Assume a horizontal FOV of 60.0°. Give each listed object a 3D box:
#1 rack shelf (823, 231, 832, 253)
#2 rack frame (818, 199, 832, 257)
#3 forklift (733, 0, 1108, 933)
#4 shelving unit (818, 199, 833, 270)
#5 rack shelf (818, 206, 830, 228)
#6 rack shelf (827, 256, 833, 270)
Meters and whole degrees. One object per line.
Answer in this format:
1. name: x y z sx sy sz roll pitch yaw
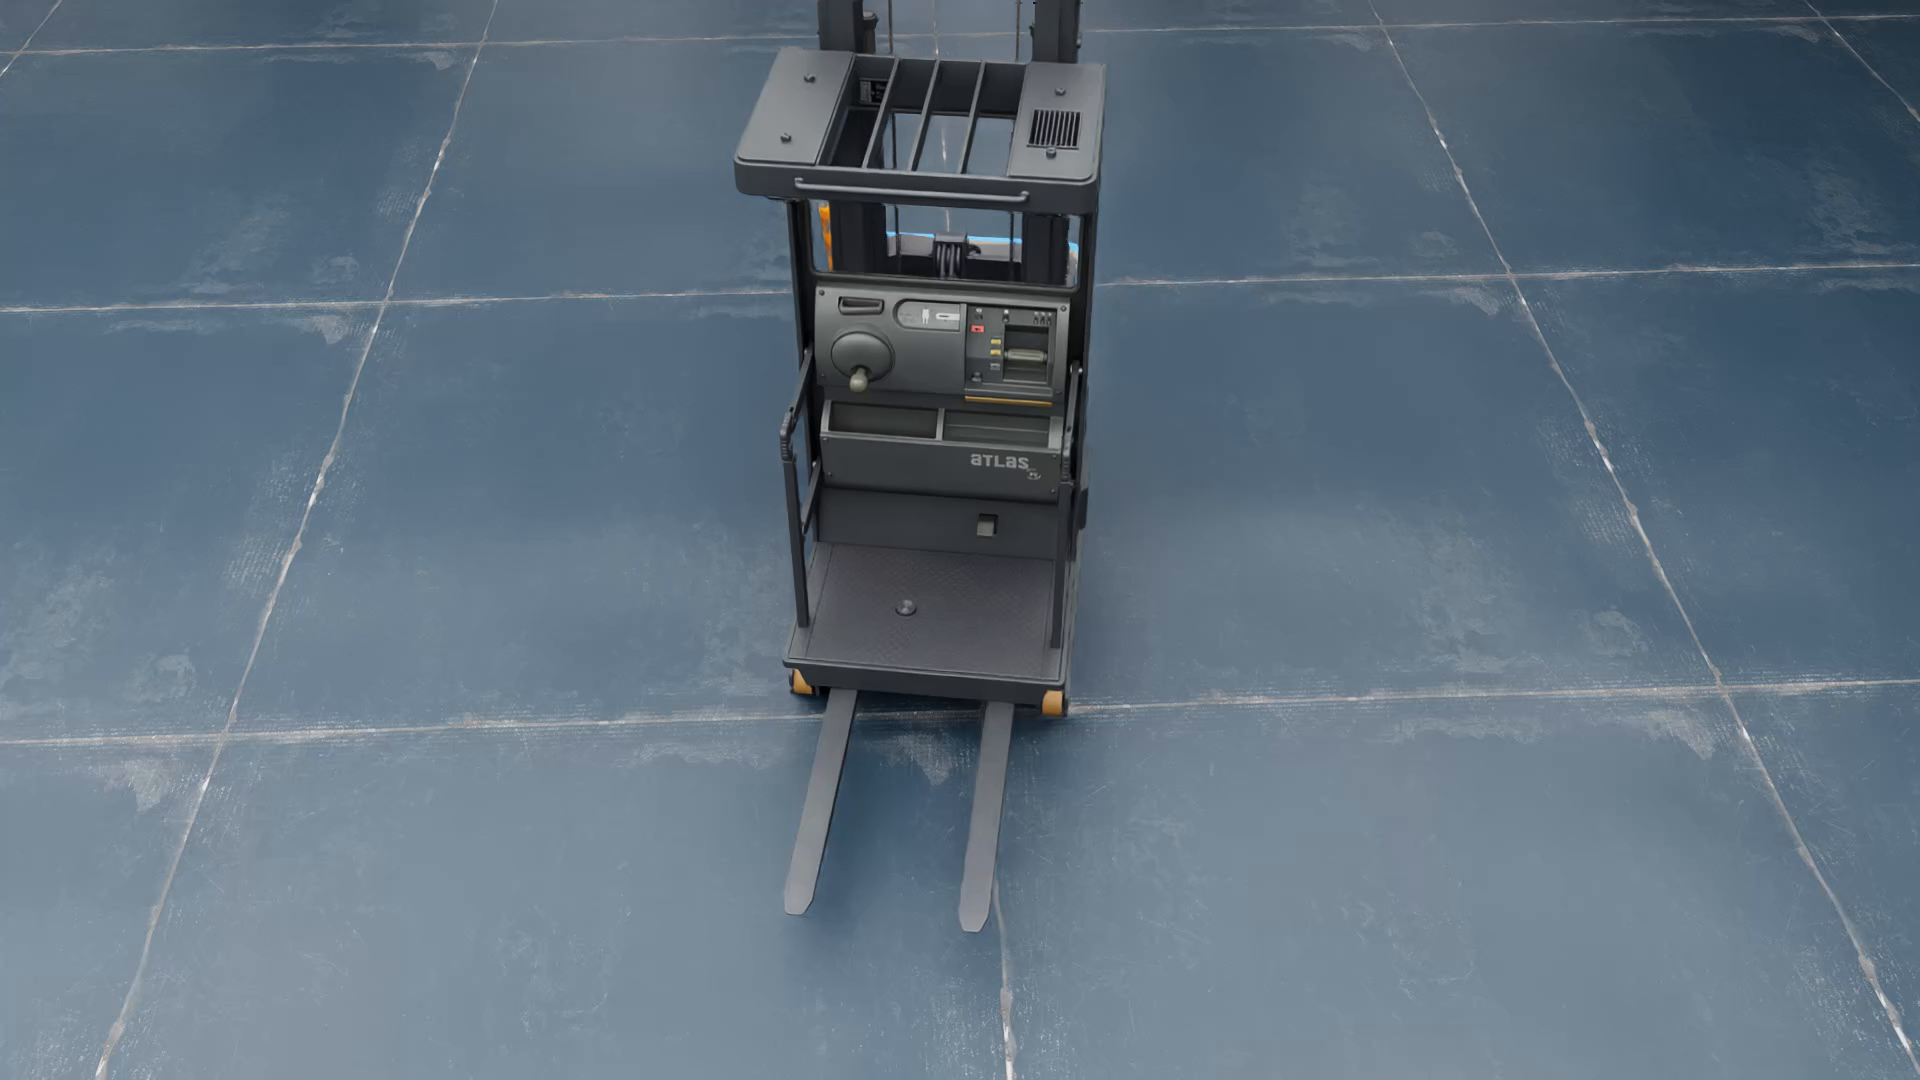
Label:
1. rack shelf: -0.485 -1.400 7.764 0.258 0.103 0.180 -18 27 -18
2. rack frame: -0.496 -1.258 7.925 0.240 1.200 0.006 -18 27 -18
3. forklift: -0.091 -0.631 5.919 1.130 2.935 3.031 4 43 5
4. shelving unit: -0.459 -1.226 7.848 0.258 1.200 0.189 -18 27 -18
5. rack shelf: -0.501 -1.507 7.712 0.258 0.103 0.180 -18 27 -18
6. rack shelf: -0.469 -1.293 7.815 0.258 0.103 0.180 -18 27 -18
